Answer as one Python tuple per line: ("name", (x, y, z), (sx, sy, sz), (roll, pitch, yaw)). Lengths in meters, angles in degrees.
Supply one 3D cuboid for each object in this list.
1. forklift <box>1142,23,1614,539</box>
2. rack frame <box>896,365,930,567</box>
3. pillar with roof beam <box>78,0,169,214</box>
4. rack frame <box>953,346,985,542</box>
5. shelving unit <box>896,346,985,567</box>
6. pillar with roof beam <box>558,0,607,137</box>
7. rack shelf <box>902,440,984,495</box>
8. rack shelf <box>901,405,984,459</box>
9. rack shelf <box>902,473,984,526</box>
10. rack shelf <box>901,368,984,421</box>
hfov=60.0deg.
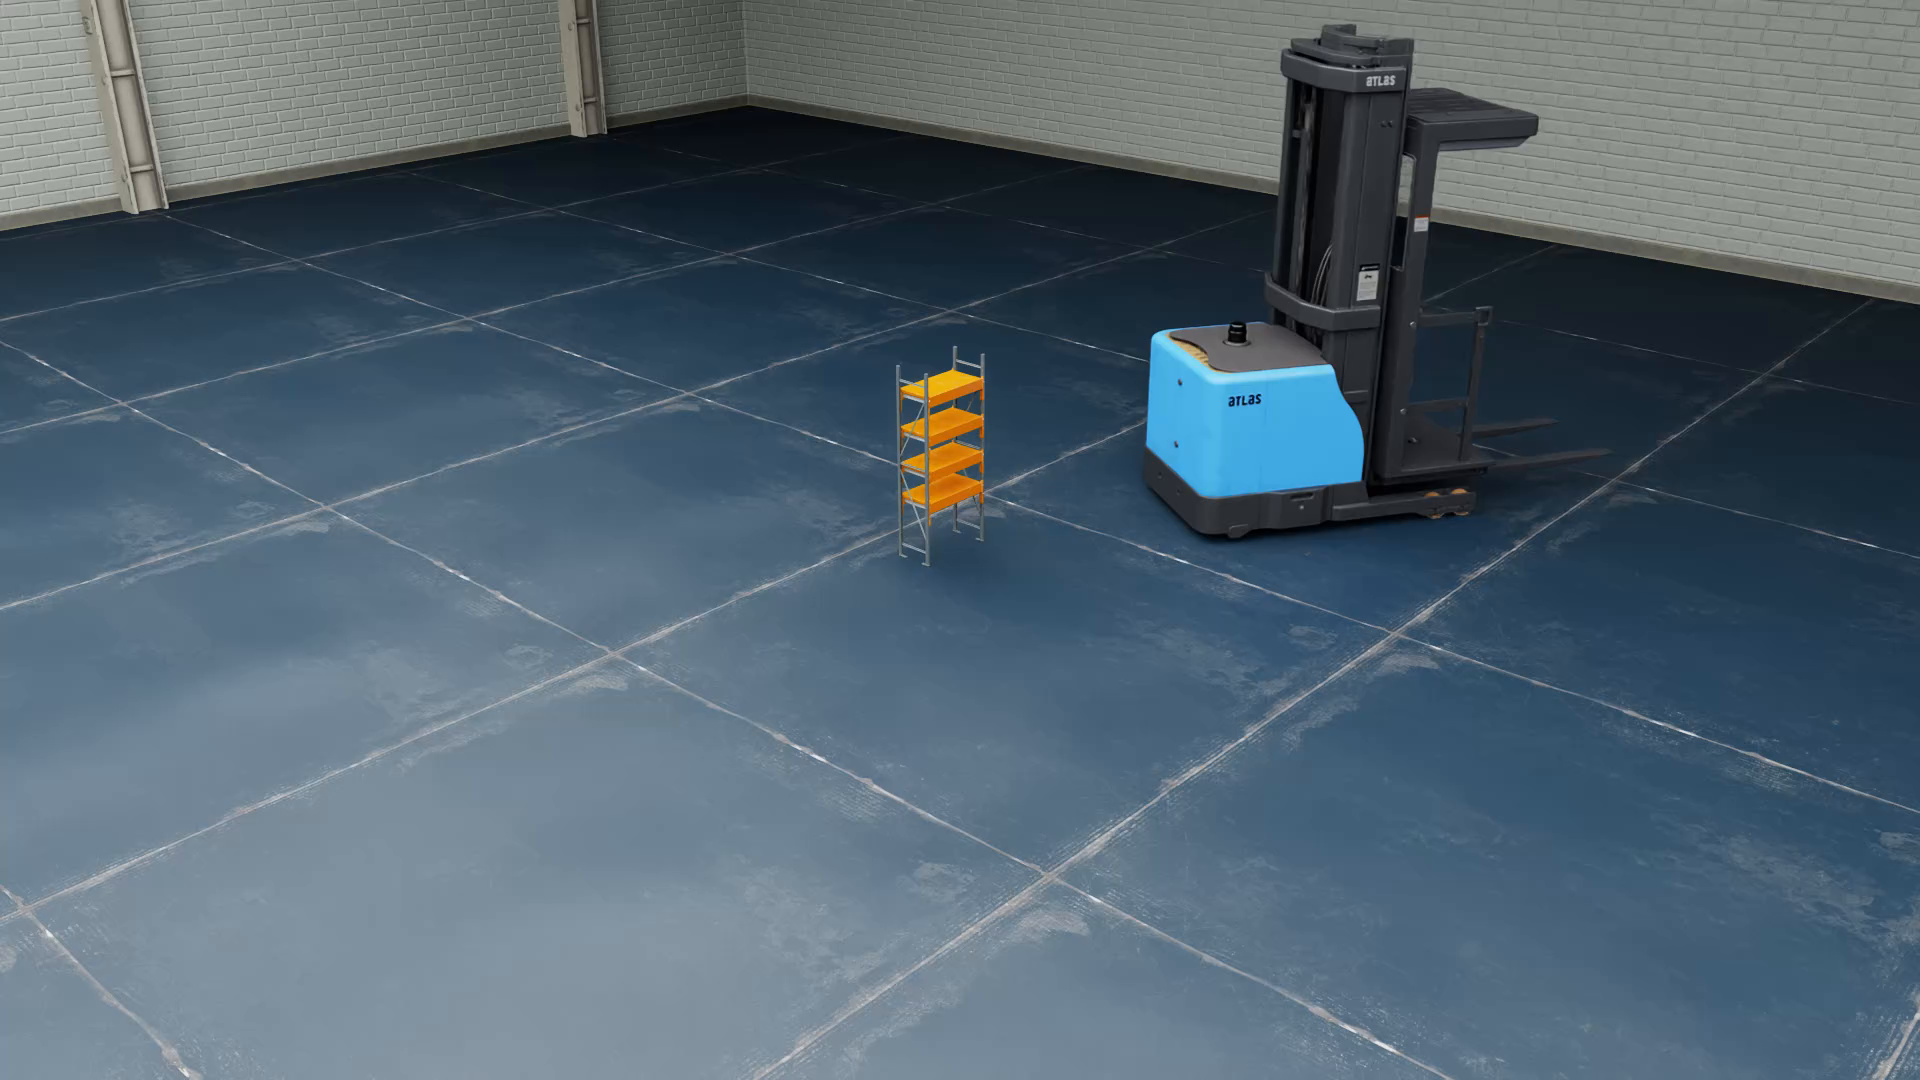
("forklift", (2.779, -1.672, 10.396), (3.031, 2.935, 1.130), (-7, 25, -15))
("rack frame", (-0.273, -0.423, 9.726), (0.240, 1.200, 0.015), (20, 31, 38))
("pillar with roof beam", (-5.822, -6.601, 13.973), (9.100, 9.000, 0.400), (20, 31, 38))
("rack frame", (0.052, -0.571, 10.058), (0.240, 1.200, 0.015), (20, 31, 38))
("shelving unit", (-0.110, -0.497, 9.892), (0.258, 1.200, 0.503), (20, 31, 38))
("pillar with roof beam", (-1.818, -8.429, 18.050), (9.100, 9.000, 0.400), (20, 31, 38))
("rack shelf", (-0.110, -0.436, 9.920), (0.258, 0.148, 0.480), (20, 31, 38))
("rack shelf", (-0.110, -0.640, 9.828), (0.258, 0.148, 0.480), (20, 31, 38))
("rack shelf", (-0.110, -0.254, 10.001), (0.258, 0.148, 0.480), (20, 31, 38))
("rack shelf", (-0.110, -0.856, 9.731), (0.258, 0.148, 0.480), (20, 31, 38))
